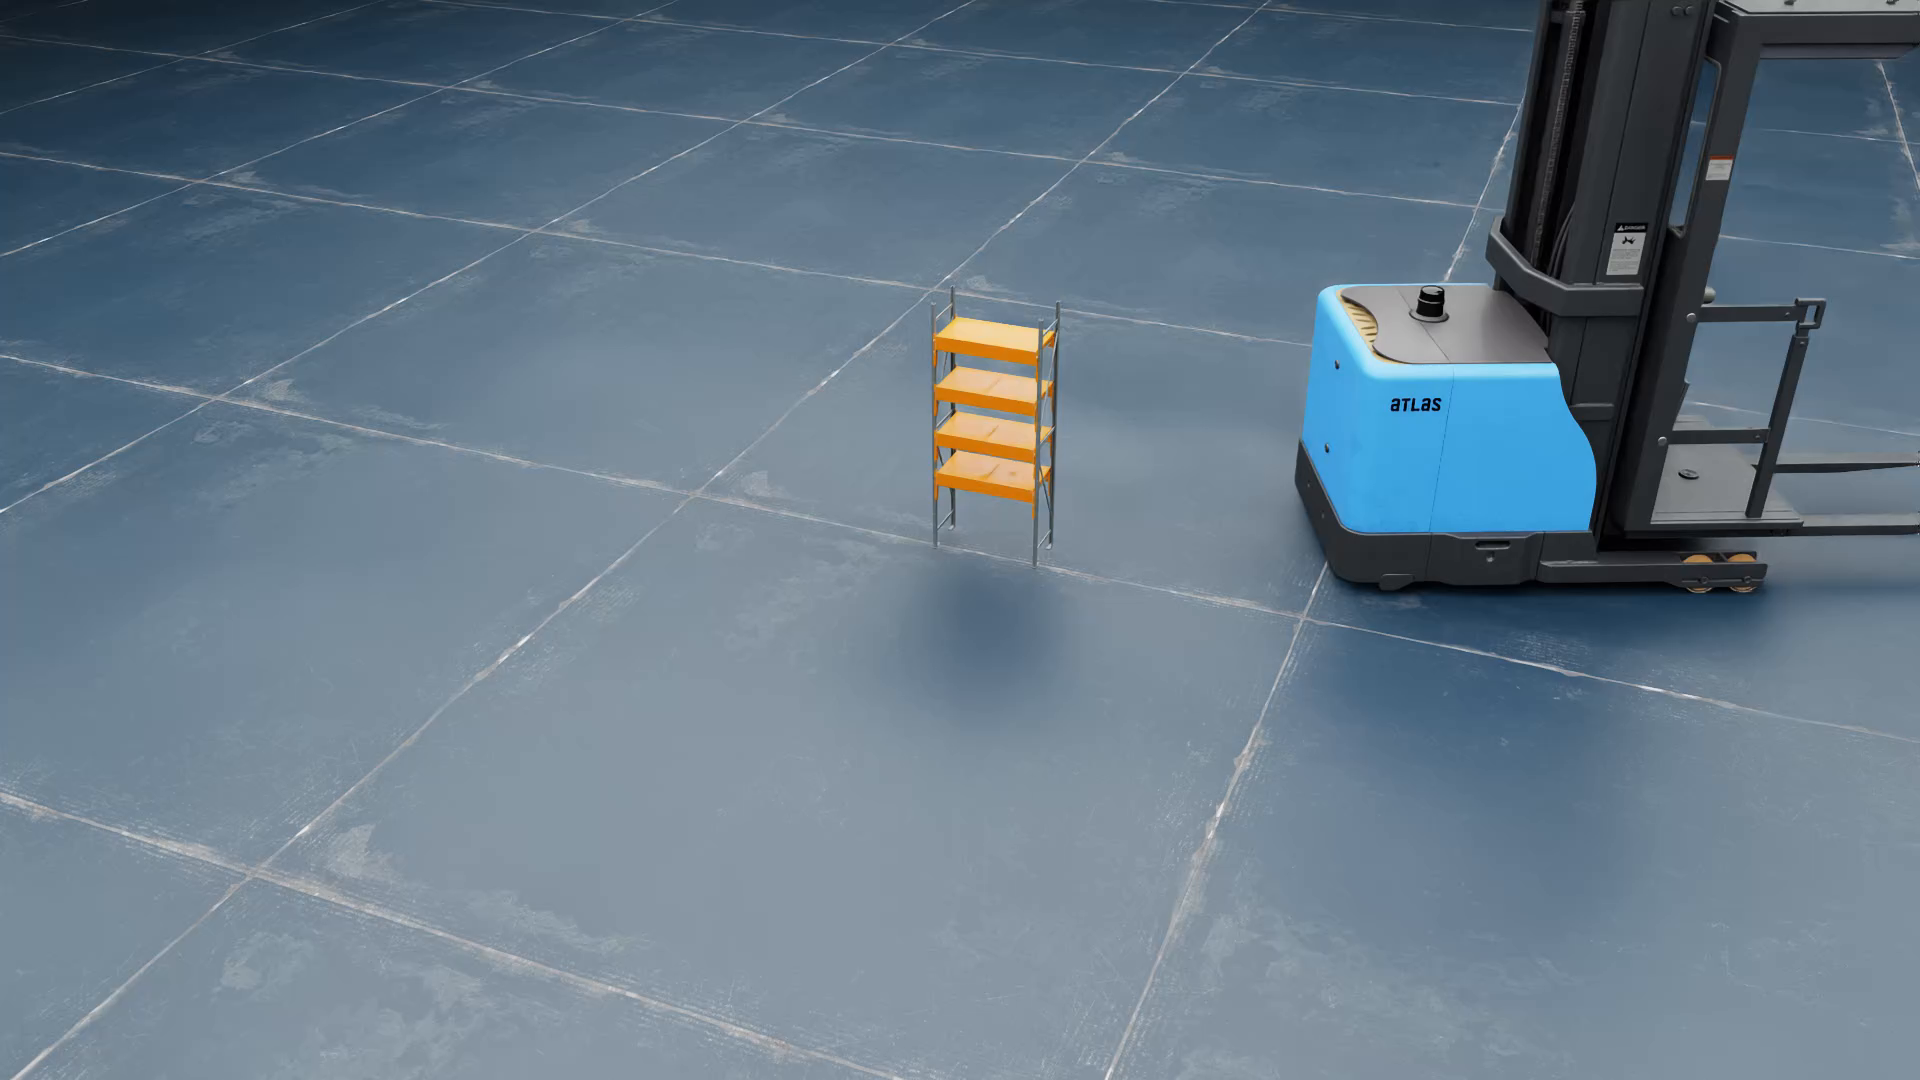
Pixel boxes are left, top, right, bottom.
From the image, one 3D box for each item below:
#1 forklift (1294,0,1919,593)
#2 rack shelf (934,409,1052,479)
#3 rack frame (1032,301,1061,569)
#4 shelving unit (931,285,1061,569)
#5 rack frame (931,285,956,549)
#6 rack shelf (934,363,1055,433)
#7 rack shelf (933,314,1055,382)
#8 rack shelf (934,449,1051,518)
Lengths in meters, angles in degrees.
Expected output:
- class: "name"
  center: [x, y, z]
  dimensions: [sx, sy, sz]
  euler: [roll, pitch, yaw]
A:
- class: "forklift"
  center: [3.155, -1.304, 7.078]
  dimensions: [3.031, 2.935, 1.130]
  euler: [-1, 29, -1]
- class: "rack shelf"
  center: [0.153, -0.433, 7.434]
  dimensions: [0.480, 0.148, 0.258]
  euler: [11, 31, 19]
- class: "rack frame"
  center: [0.379, -0.447, 7.321]
  dimensions: [0.015, 1.200, 0.240]
  euler: [11, 31, 19]
- class: "shelving unit"
  center: [0.153, -0.492, 7.401]
  dimensions: [0.503, 1.200, 0.258]
  euler: [11, 31, 19]
- class: "rack frame"
  center: [-0.073, -0.537, 7.480]
  dimensions: [0.015, 1.200, 0.240]
  euler: [11, 31, 19]
- class: "rack shelf"
  center: [0.153, -0.628, 7.324]
  dimensions: [0.480, 0.148, 0.258]
  euler: [11, 31, 19]
- class: "rack shelf"
  center: [0.153, -0.834, 7.207]
  dimensions: [0.480, 0.148, 0.258]
  euler: [11, 31, 19]
- class: "rack shelf"
  center: [0.153, -0.260, 7.531]
  dimensions: [0.480, 0.148, 0.258]
  euler: [11, 31, 19]
